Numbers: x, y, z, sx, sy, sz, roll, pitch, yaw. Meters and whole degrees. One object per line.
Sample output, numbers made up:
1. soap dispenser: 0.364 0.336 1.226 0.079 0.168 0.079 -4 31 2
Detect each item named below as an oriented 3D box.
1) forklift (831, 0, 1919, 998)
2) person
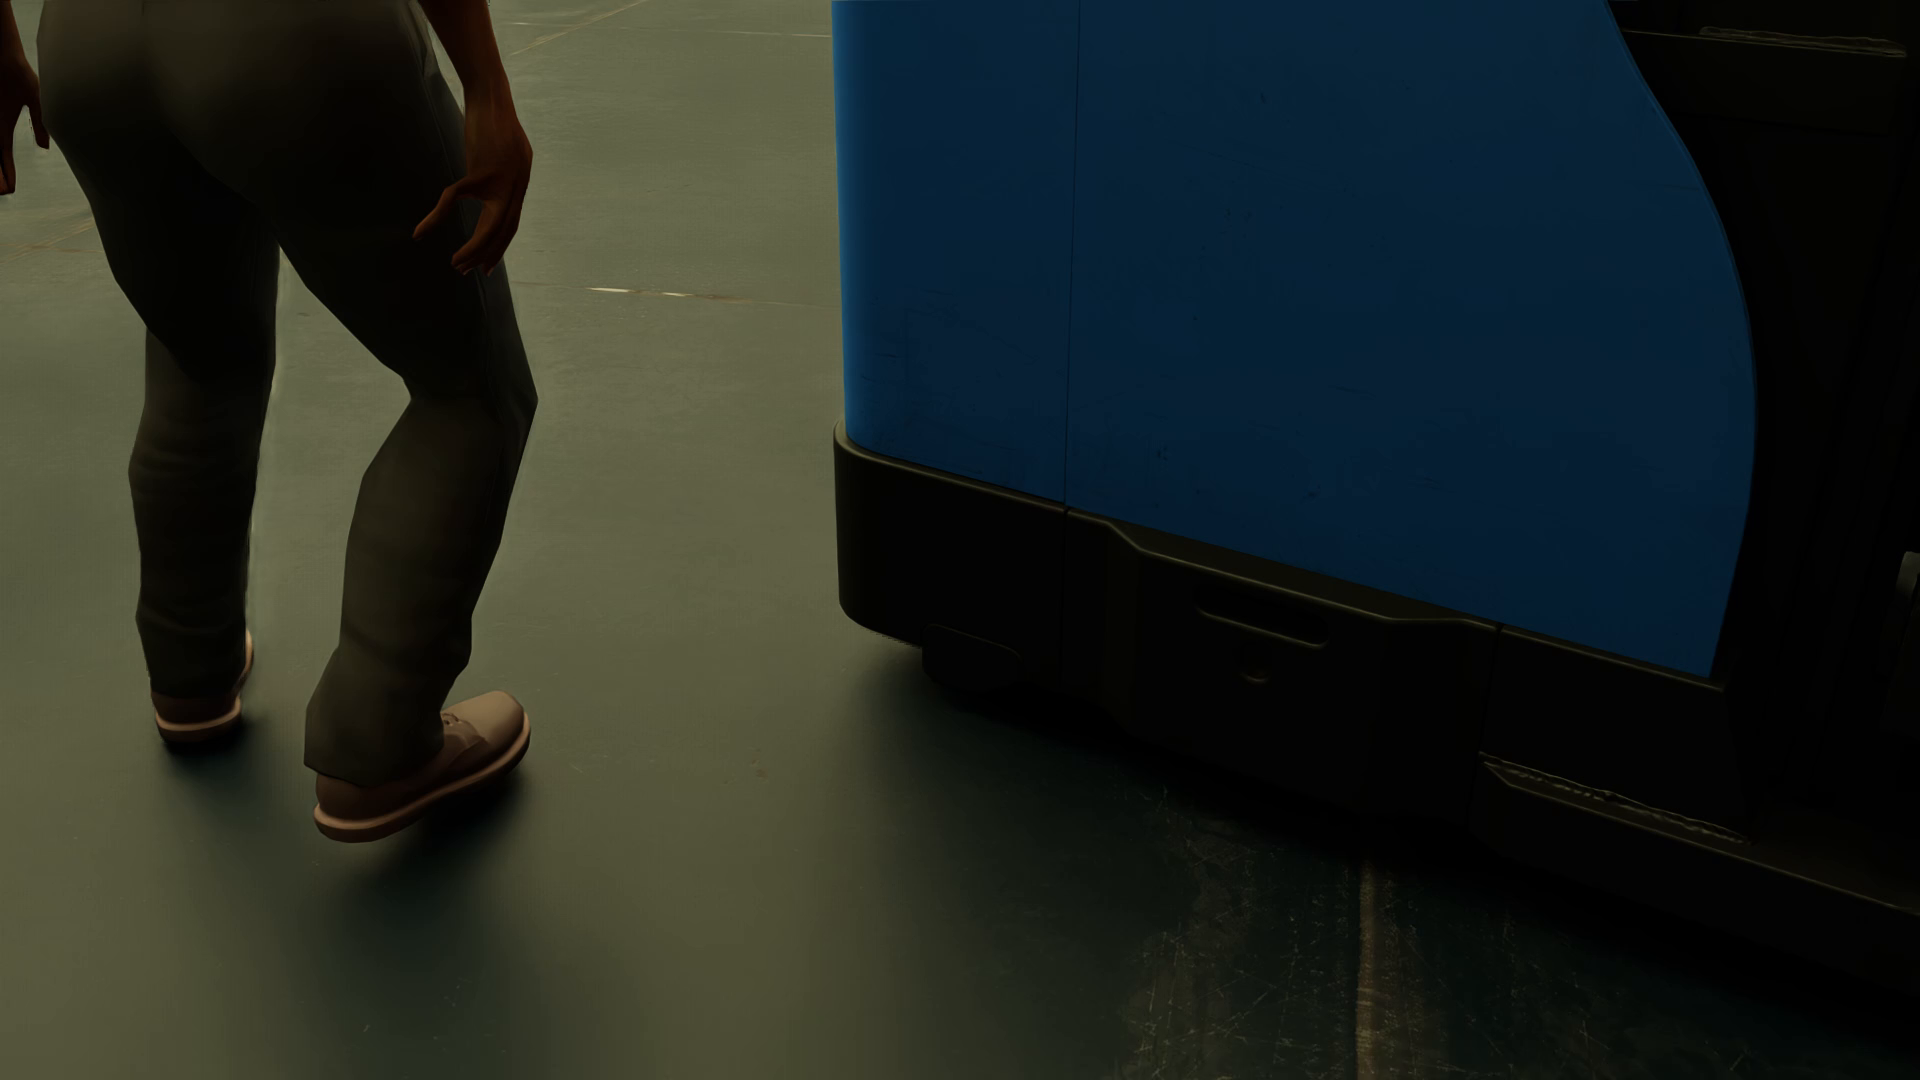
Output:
1. forklift: 1.357 -0.982 1.193 3.031 2.935 1.130 16 31 29
2. person: -0.714 -0.458 1.608 0.788 1.621 0.372 10 29 20
